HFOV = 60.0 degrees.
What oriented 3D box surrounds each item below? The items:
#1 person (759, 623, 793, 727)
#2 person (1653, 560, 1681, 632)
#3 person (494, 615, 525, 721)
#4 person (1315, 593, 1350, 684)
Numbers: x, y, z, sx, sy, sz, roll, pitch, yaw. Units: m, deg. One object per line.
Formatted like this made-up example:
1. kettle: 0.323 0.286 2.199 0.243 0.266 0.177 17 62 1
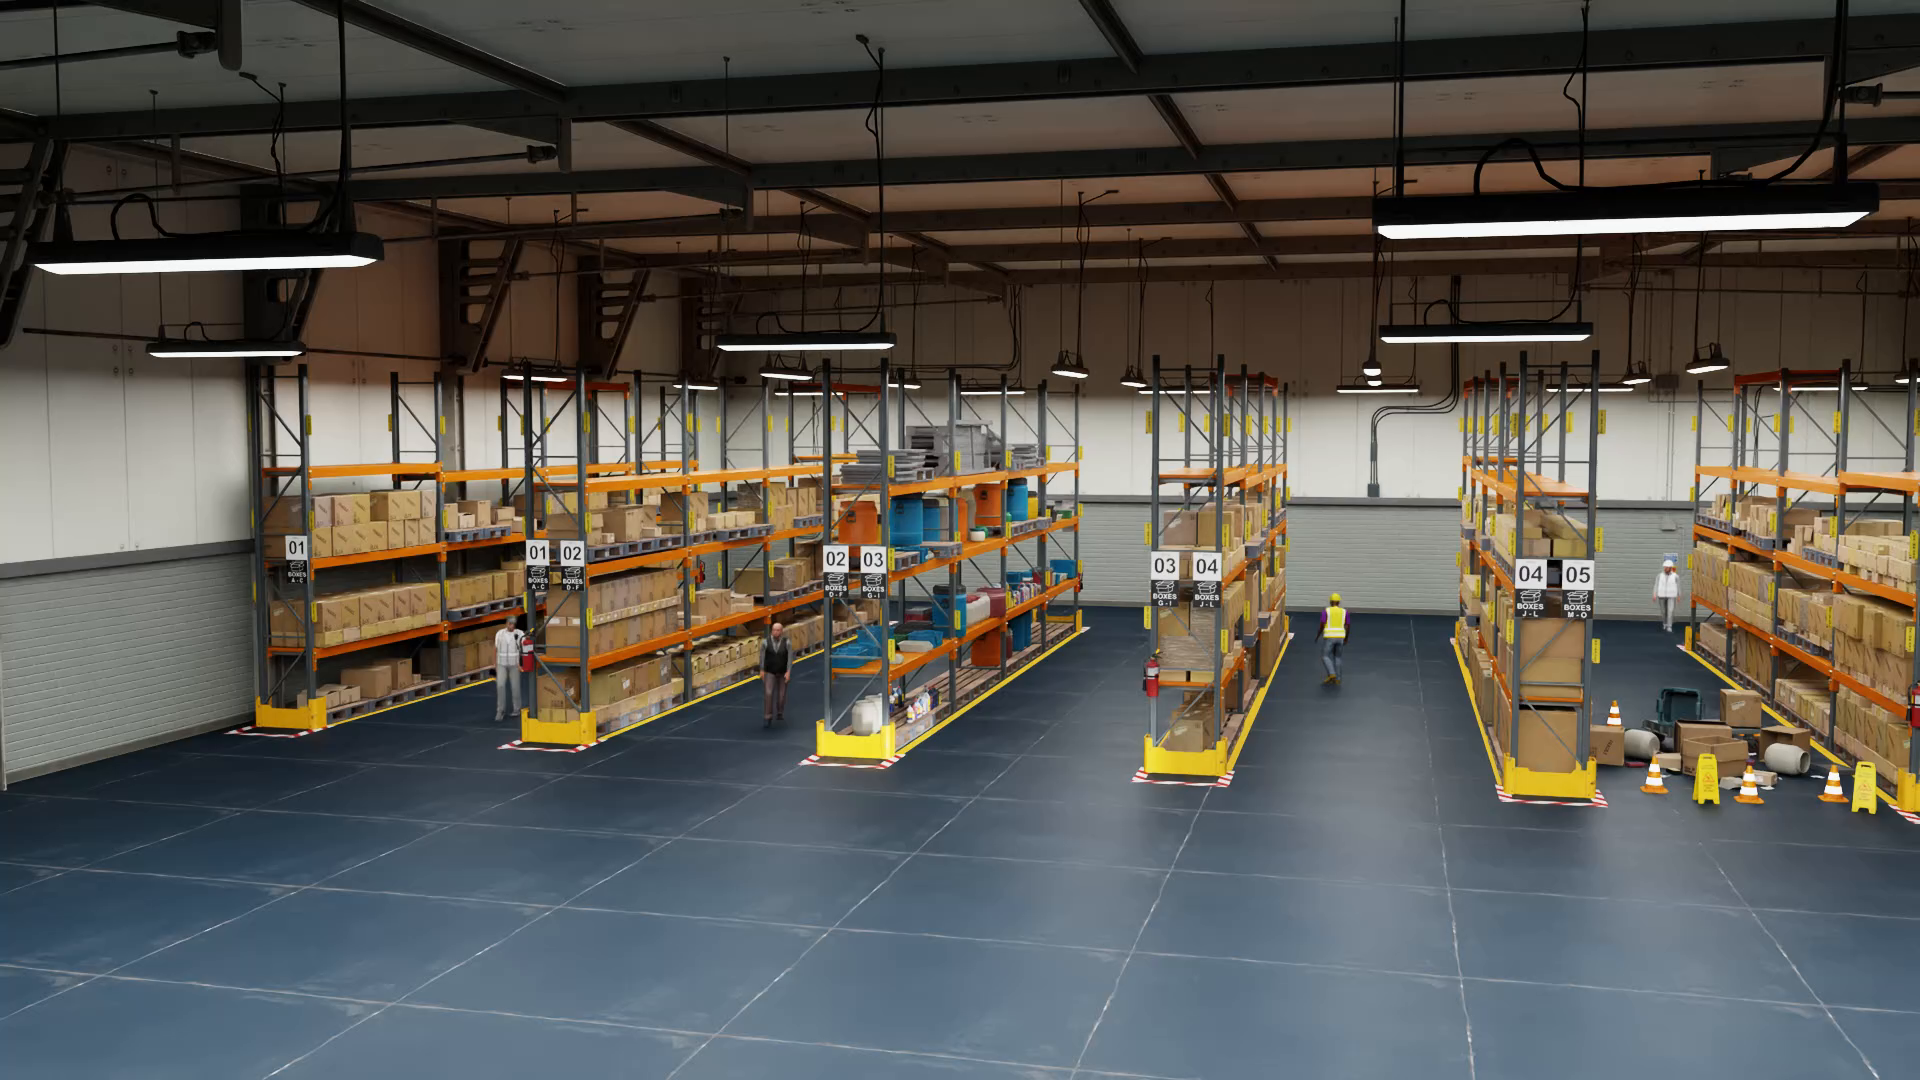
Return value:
1. person: -3.063 2.223 27.767 0.555 1.675 0.941 -1 4 -12
2. person: 17.092 1.351 40.229 0.593 1.709 1.047 3 5 33
3. person: -7.723 2.183 28.478 0.558 1.782 0.681 -1 4 -8
4. person: 7.259 1.918 32.260 0.649 1.740 0.616 -1 4 -10
